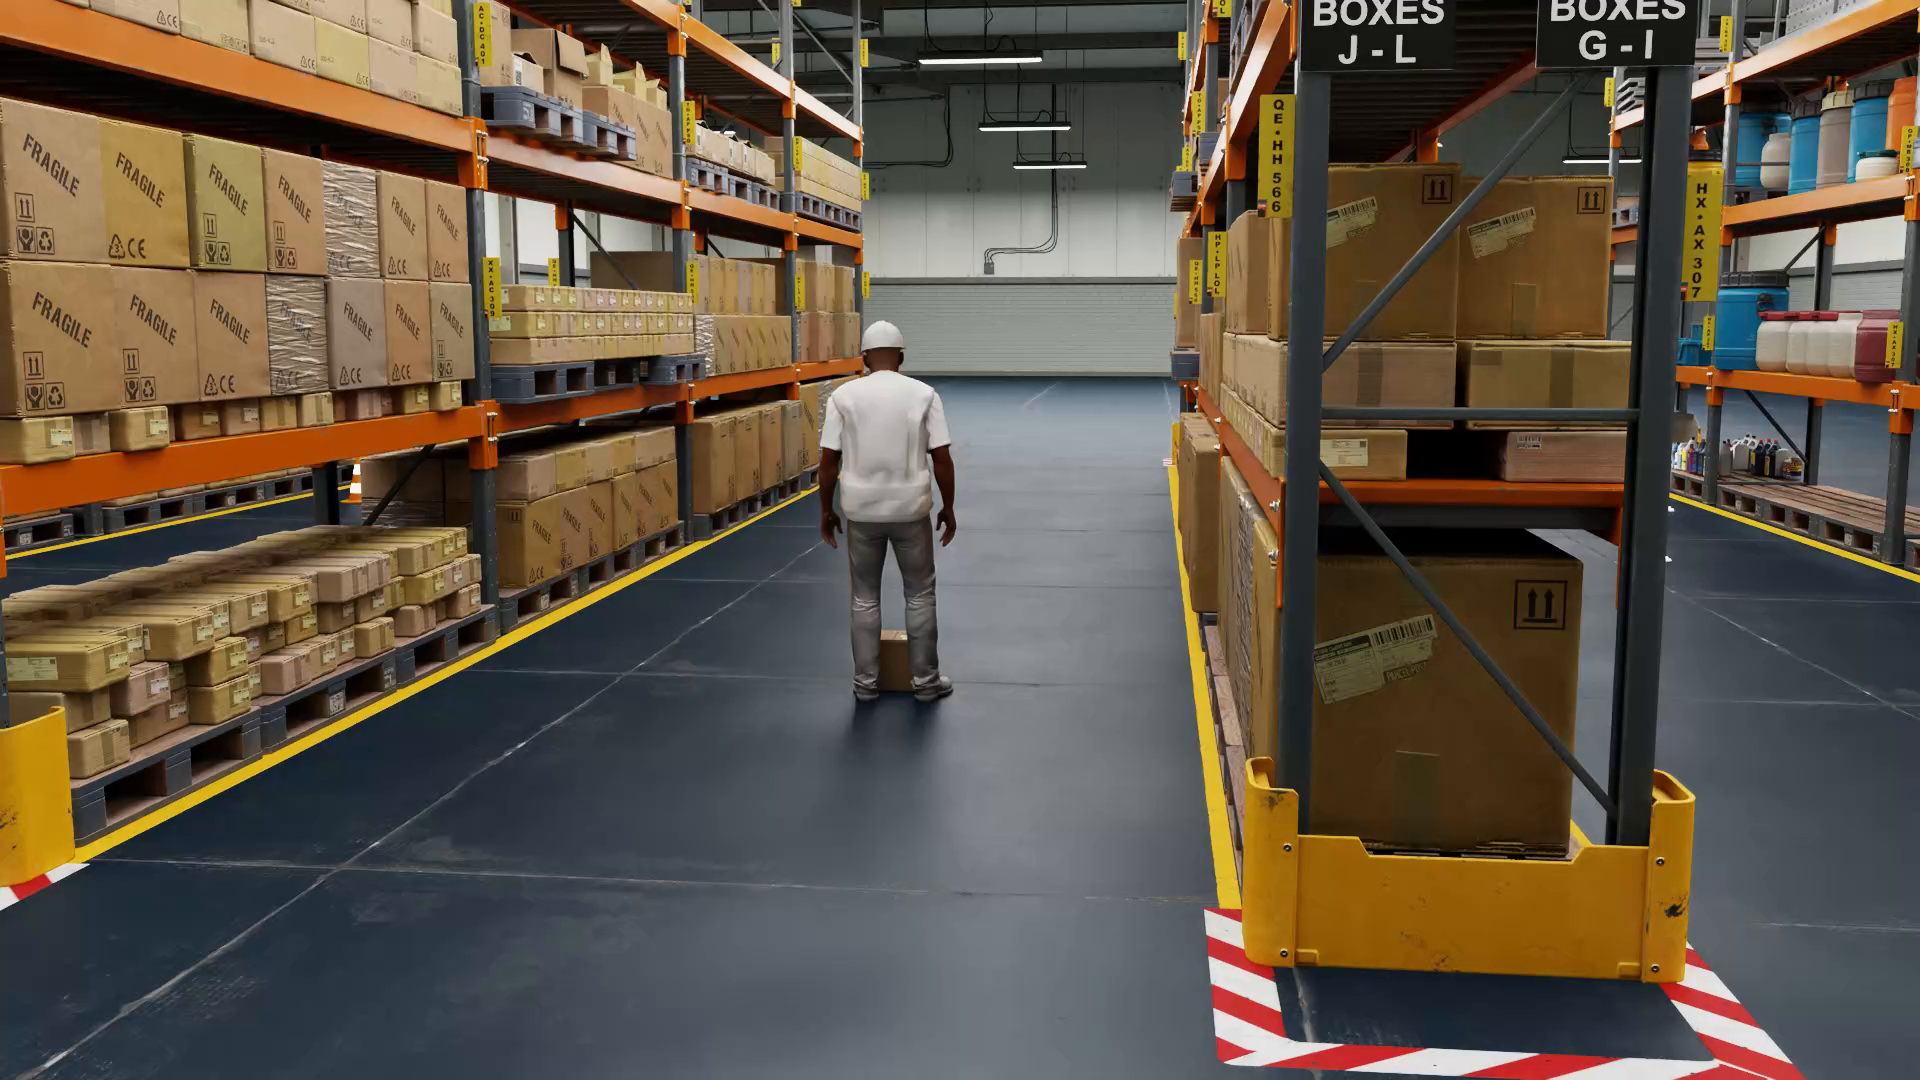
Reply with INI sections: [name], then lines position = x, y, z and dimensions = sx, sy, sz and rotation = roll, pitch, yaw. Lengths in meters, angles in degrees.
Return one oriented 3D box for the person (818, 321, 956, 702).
[person]
position = -0.335, -0.132, 7.740
dimensions = 0.634, 1.755, 0.461
rotation = 0, 8, 3
